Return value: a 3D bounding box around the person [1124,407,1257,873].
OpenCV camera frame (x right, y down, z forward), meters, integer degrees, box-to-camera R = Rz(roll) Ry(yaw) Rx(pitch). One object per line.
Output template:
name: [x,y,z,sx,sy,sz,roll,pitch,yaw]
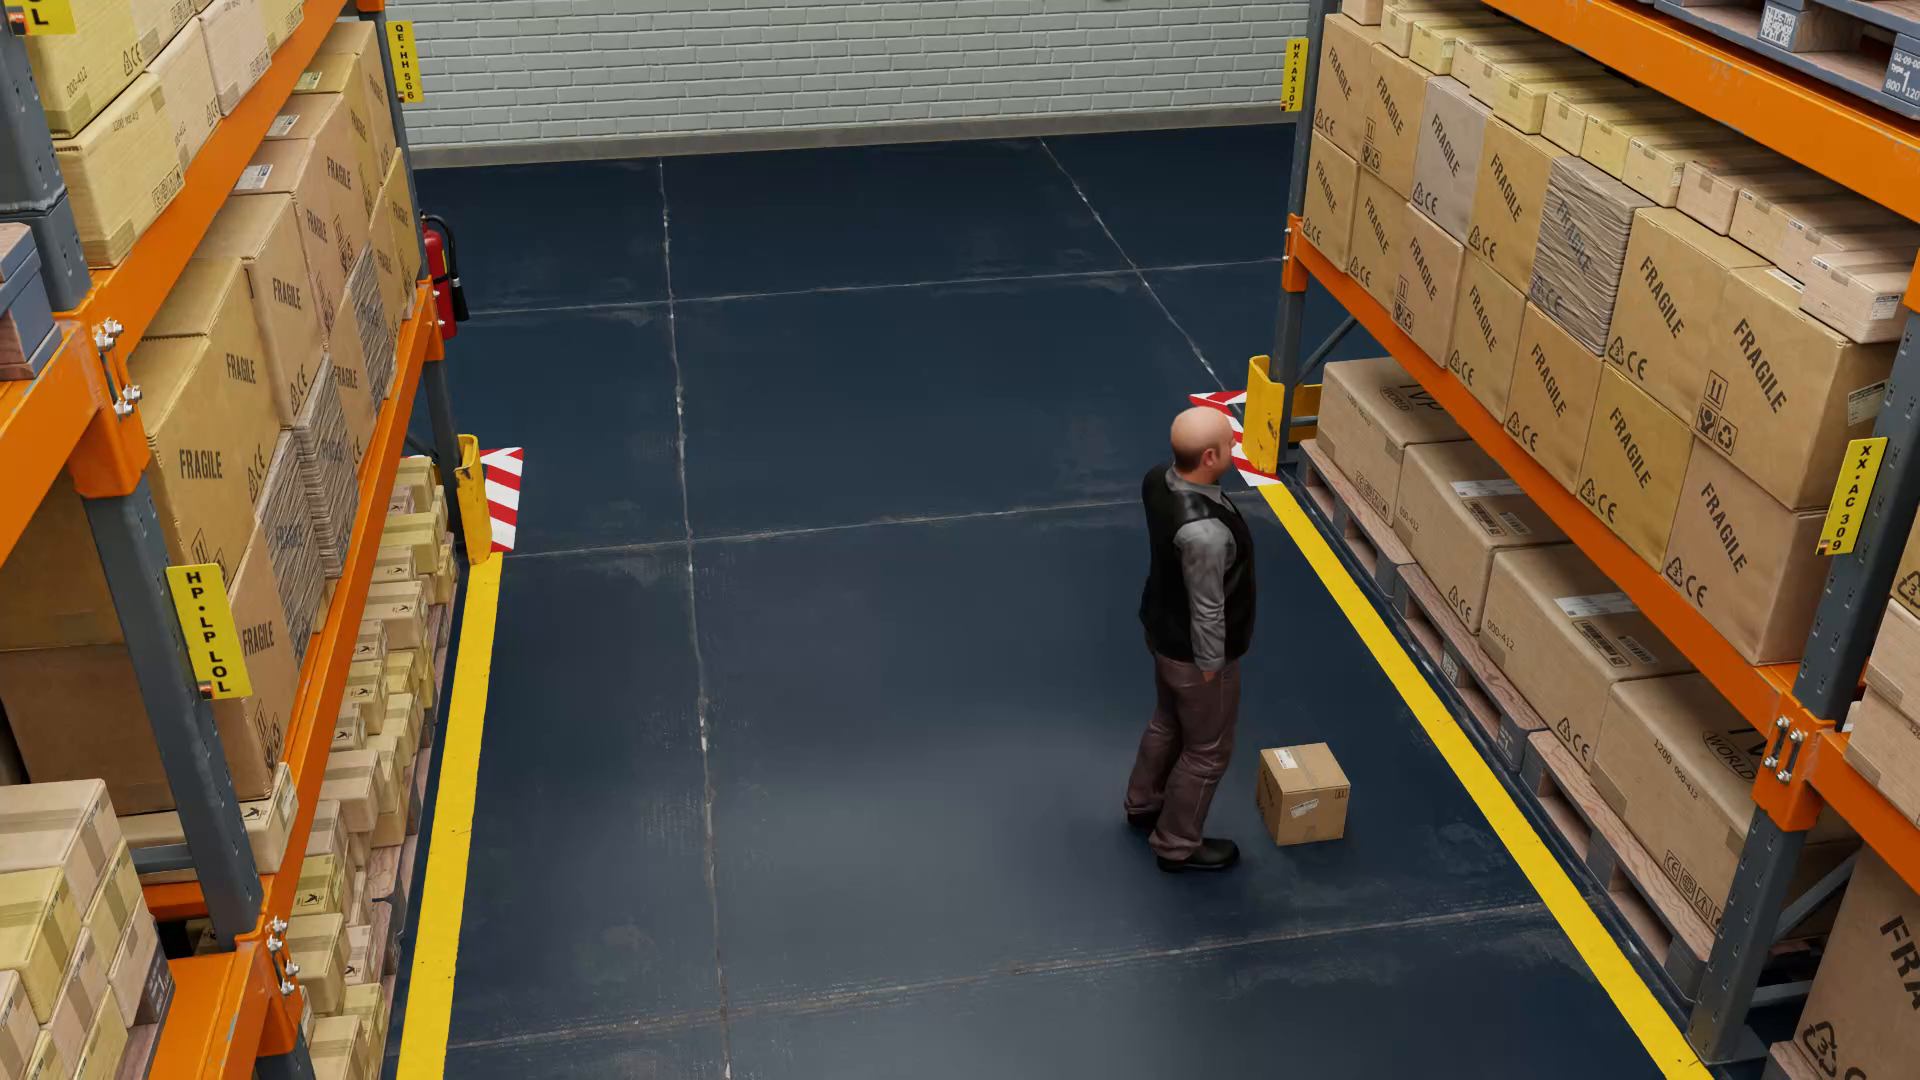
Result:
person: [0.789,0.376,5.633,0.363,1.642,0.531,-5,31,-8]
